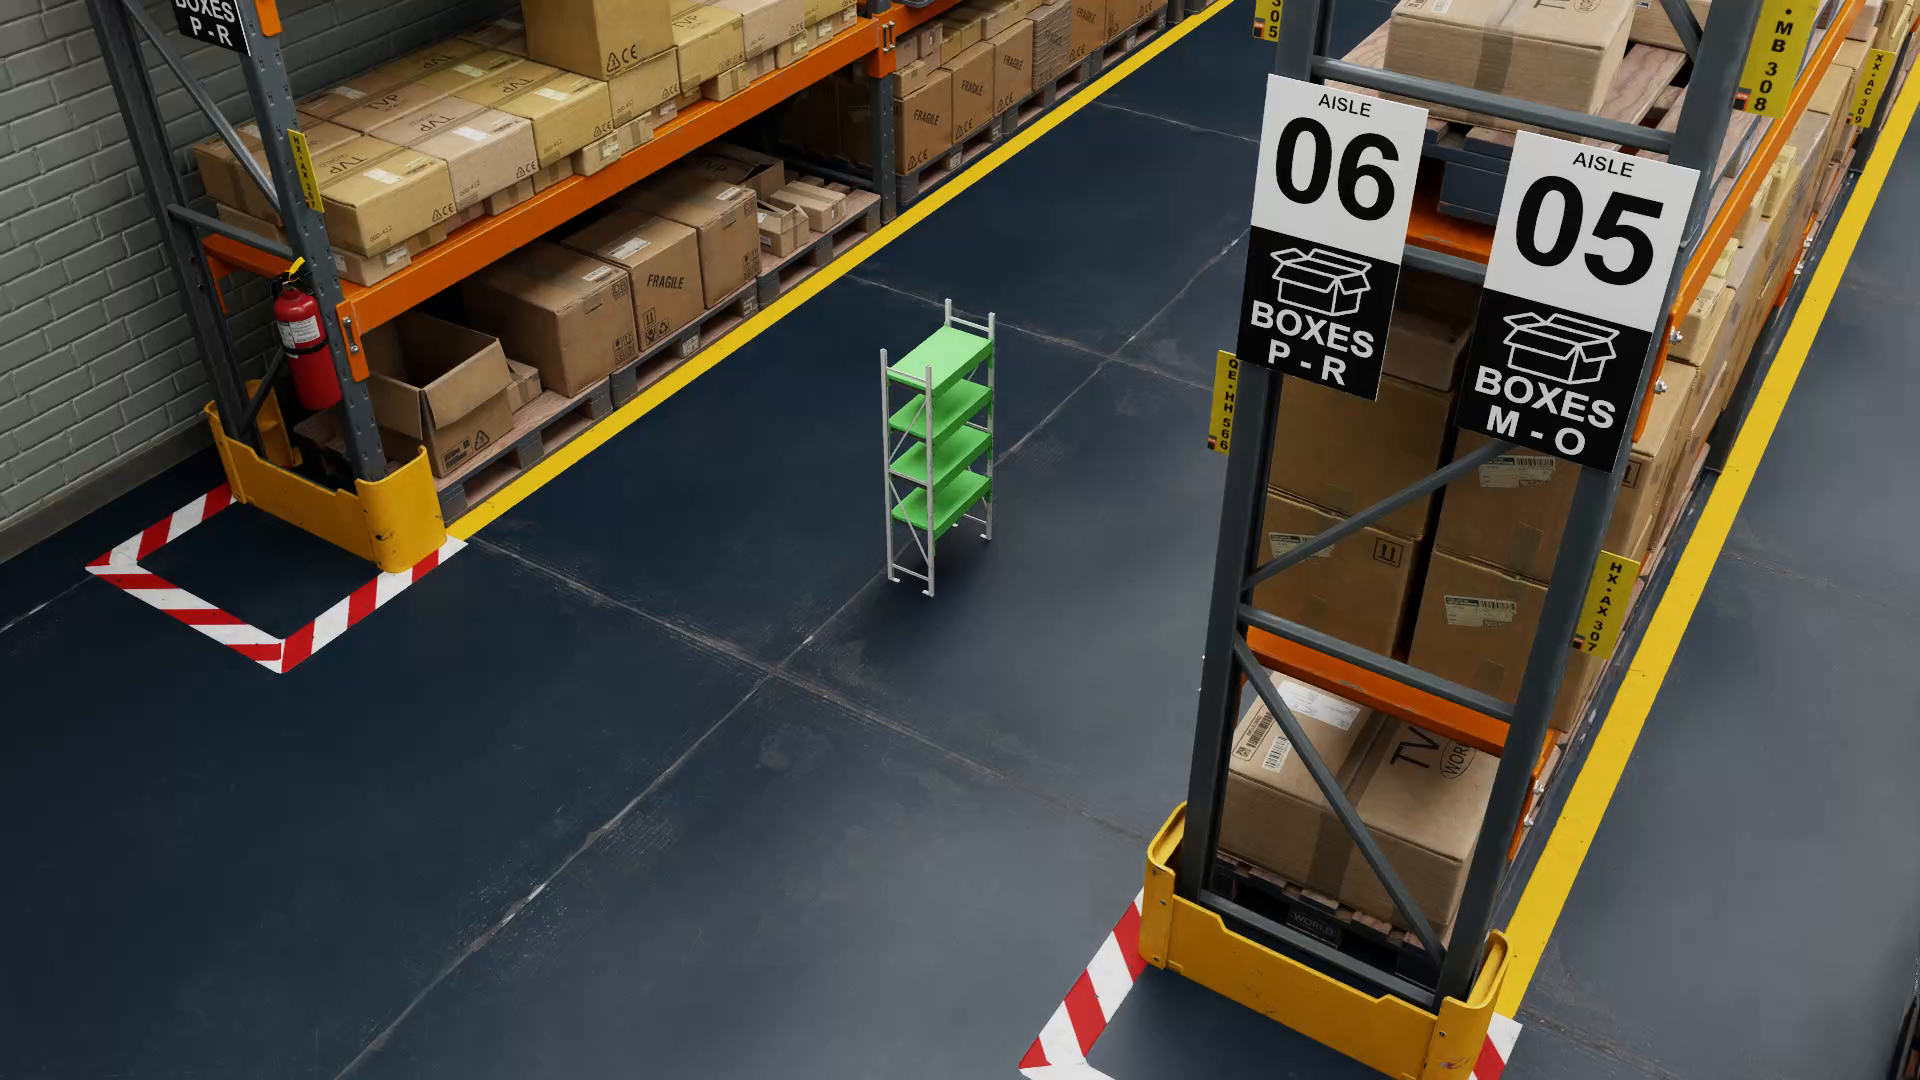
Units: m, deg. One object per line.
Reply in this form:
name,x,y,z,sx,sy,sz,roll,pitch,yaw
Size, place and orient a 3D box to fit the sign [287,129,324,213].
sign,-2.533,-1.426,6.434,0.100,0.325,0.005,21,42,25

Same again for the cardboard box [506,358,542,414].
cardboard box,-2.323,-0.788,8.307,0.380,0.149,0.250,19,42,23

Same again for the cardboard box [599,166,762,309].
cardboard box,-1.537,-1.684,9.181,0.700,0.500,0.500,20,42,23

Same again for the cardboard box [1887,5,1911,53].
cardboard box,4.367,-2.503,8.254,0.500,0.250,0.500,22,43,26

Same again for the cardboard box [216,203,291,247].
cardboard box,-3.040,-1.420,7.340,0.380,0.149,0.250,21,42,25

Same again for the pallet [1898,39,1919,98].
pallet,6.562,-3.687,12.360,1.003,0.211,1.213,21,42,25

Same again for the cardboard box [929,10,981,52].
cardboard box,-0.085,-3.304,10.751,0.380,0.149,0.250,20,42,24

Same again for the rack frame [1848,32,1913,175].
rack frame,5.488,-3.763,10.174,1.000,3.000,0.127,21,42,25

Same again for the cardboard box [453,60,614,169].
cardboard box,-1.982,-1.987,7.750,0.500,0.250,0.500,20,42,24

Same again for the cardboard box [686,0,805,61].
cardboard box,-1.171,-2.776,8.773,0.500,0.250,0.500,21,42,25

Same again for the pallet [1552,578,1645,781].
pallet,2.219,0.401,7.056,1.003,0.211,1.213,21,42,25

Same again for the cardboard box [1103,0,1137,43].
cardboard box,0.973,-4.018,12.209,0.500,0.500,0.500,21,42,24

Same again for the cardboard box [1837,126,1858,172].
cardboard box,4.079,-2.049,8.074,0.500,0.250,0.500,20,42,24

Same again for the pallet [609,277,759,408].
pallet,-1.870,-1.233,9.177,1.003,0.211,1.213,21,42,25

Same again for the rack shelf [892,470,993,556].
rack shelf,-0.089,-0.149,7.458,0.258,0.148,0.480,21,42,25

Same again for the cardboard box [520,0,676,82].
cardboard box,-1.717,-2.535,7.847,0.500,0.500,0.500,22,43,26

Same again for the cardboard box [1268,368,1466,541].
cardboard box,1.259,-0.401,4.912,0.500,0.500,0.500,23,43,27

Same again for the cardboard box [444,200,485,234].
cardboard box,-2.375,-1.534,7.489,0.380,0.149,0.250,21,42,25

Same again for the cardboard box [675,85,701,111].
cardboard box,-1.555,-2.329,8.520,0.380,0.149,0.250,22,43,26

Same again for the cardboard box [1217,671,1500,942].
cardboard box,1.471,0.837,5.962,0.875,0.438,0.875,20,42,24

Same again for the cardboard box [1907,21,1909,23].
cardboard box,4.892,-2.835,9.094,0.500,0.250,0.500,21,42,25

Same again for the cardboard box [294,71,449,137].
cardboard box,-2.692,-1.908,7.648,0.500,0.250,0.500,21,42,25

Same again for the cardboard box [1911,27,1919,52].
cardboard box,6.599,-3.949,12.224,0.950,0.372,0.625,23,43,27

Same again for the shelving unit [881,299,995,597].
shelving unit,-0.089,-0.390,7.273,0.258,1.200,0.503,21,42,25

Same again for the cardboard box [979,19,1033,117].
cardboard box,0.149,-3.208,11.158,0.500,0.500,0.500,20,42,24

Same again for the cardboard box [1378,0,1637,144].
cardboard box,1.367,-1.235,4.135,0.500,0.250,0.500,17,41,21

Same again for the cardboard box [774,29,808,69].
cardboard box,-1.046,-2.693,8.992,0.380,0.149,0.250,22,43,26

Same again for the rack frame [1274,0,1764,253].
rack frame,1.202,-2.015,2.993,1.000,3.000,0.127,21,42,25

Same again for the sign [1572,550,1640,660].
sign,1.667,0.172,4.297,0.100,0.325,0.005,21,42,25

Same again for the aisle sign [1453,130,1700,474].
aisle sign,1.408,-0.536,3.860,0.394,0.787,0.004,21,42,25

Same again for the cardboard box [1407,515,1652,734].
cardboard box,1.701,0.168,4.993,0.500,0.500,0.500,21,42,25

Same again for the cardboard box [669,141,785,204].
cardboard box,-1.402,-2.161,9.954,0.500,0.311,0.500,23,43,27

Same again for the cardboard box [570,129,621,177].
cardboard box,-1.851,-1.889,7.949,0.380,0.149,0.250,20,42,24

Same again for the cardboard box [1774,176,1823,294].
cardboard box,3.312,-1.418,7.050,0.500,0.500,0.500,22,43,26

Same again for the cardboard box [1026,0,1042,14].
cardboard box,0.335,-3.696,11.260,0.380,0.149,0.250,21,42,25

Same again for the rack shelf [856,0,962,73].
rack shelf,0.223,-4.069,11.160,1.077,0.370,4.000,21,42,25

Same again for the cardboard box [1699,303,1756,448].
cardboard box,2.491,-0.622,6.018,0.500,0.500,0.500,23,43,27

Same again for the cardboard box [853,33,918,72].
cardboard box,-0.483,-2.991,10.102,0.380,0.149,0.250,20,42,24

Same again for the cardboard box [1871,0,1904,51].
cardboard box,3.823,-2.269,7.336,0.500,0.500,0.500,22,43,26

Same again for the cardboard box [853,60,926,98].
cardboard box,-0.431,-2.854,10.167,0.380,0.149,0.250,23,43,27

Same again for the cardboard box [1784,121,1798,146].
cardboard box,2.591,-1.361,5.626,0.380,0.149,0.250,21,42,25

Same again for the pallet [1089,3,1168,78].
pallet,0.863,-3.908,12.646,1.003,0.211,1.213,21,42,25

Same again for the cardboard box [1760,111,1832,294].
cardboard box,2.782,-1.278,6.051,0.500,0.500,0.500,22,43,26

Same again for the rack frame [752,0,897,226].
rack frame,-0.848,-3.323,9.603,1.000,3.000,0.127,21,42,25

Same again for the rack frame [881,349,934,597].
rack frame,-0.219,-0.264,7.110,0.240,1.200,0.015,21,42,25

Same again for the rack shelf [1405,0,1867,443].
rack shelf,2.273,-1.573,5.466,1.077,0.370,4.000,21,42,25

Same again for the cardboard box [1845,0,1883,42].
cardboard box,3.449,-2.131,6.625,0.380,0.149,0.250,20,42,24

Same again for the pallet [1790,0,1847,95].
pallet,2.243,-1.809,5.256,1.003,0.211,1.213,21,42,25

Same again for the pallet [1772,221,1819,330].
pallet,4.347,-1.650,9.718,1.003,0.211,1.213,21,42,25

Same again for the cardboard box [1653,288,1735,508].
cardboard box,1.970,-0.497,5.037,0.500,0.500,0.500,20,42,24
